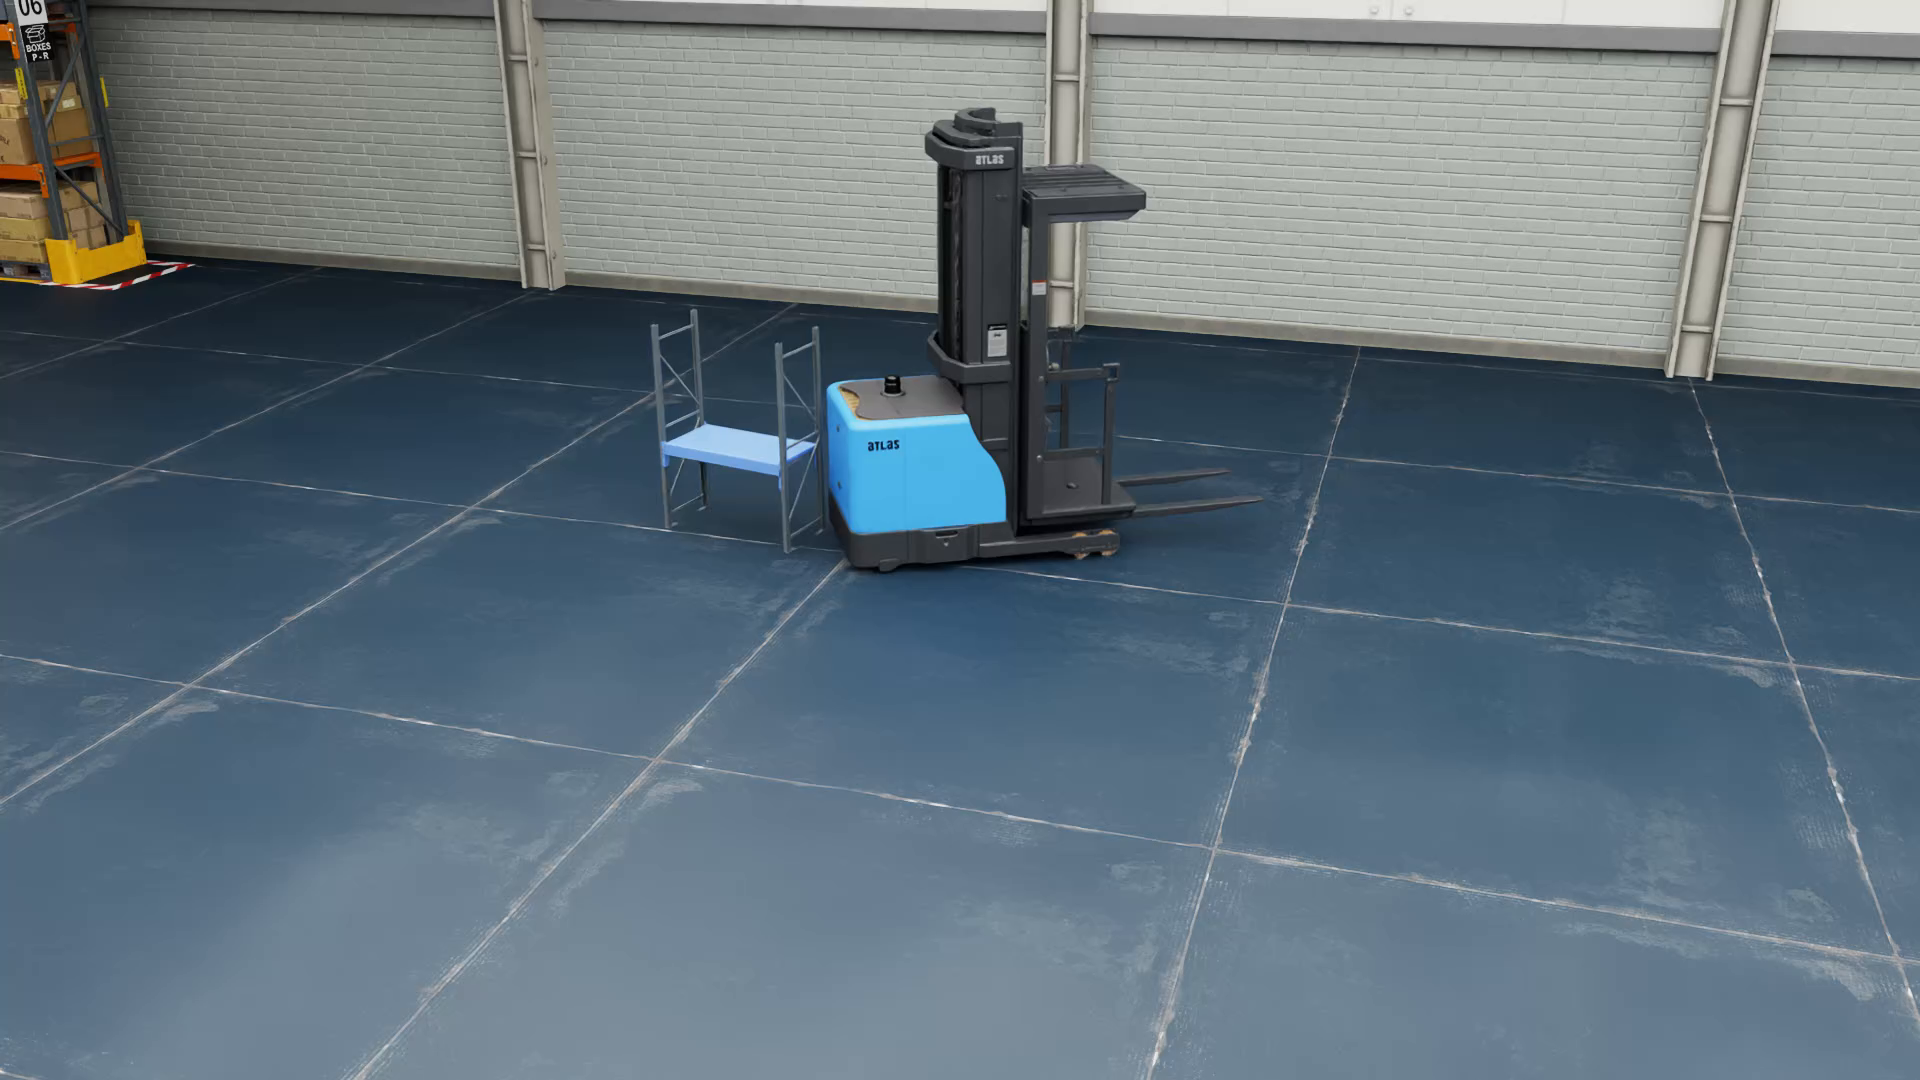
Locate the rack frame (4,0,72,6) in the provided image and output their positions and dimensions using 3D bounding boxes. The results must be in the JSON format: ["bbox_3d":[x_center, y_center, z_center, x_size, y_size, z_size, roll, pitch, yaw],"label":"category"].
[{"bbox_3d":[-10.023,-7.282,17.665,0.127,3.000,1.000,7,23,16],"label":"rack frame"}]

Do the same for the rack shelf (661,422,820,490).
[{"bbox_3d":[-1.543,-0.603,11.739,1.000,0.185,0.538,11,25,25],"label":"rack shelf"}]

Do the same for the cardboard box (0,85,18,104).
[{"bbox_3d":[-10.672,-4.969,18.553,0.250,0.149,0.380,7,23,16],"label":"cardboard box"}]

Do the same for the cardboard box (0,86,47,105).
[{"bbox_3d":[-10.427,-4.953,18.514,0.250,0.149,0.380,7,23,16],"label":"cardboard box"}]

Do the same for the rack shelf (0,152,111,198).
[{"bbox_3d":[-11.938,-4.393,19.475,4.000,0.370,1.077,7,23,16],"label":"rack shelf"}]

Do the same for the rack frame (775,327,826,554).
[{"bbox_3d":[-1.093,-0.680,11.452,0.032,1.500,0.500,11,25,25],"label":"rack frame"}]

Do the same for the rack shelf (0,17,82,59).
[{"bbox_3d":[-11.938,-5.781,18.905,4.000,0.370,1.077,7,23,16],"label":"rack shelf"}]

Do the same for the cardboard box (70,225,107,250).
[{"bbox_3d":[-10.437,-3.554,19.550,0.500,0.250,0.500,7,23,16],"label":"cardboard box"}]

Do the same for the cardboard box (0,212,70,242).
[{"bbox_3d":[-10.579,-3.600,19.004,0.500,0.250,0.500,6,23,15],"label":"cardboard box"}]

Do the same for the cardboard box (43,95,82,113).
[{"bbox_3d":[-10.273,-4.984,18.982,0.250,0.149,0.380,6,23,14],"label":"cardboard box"}]

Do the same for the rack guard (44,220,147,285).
[{"bbox_3d":[-10.000,-3.347,19.272,0.348,0.500,1.175,7,23,16],"label":"rack guard"}]

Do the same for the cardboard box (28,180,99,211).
[{"bbox_3d":[-10.428,-4.013,19.352,0.500,0.250,0.500,6,23,15],"label":"cardboard box"}]

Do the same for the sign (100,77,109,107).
[{"bbox_3d":[-9.857,-5.145,19.114,0.005,0.325,0.100,7,23,16],"label":"sign"}]

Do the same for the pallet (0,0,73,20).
[{"bbox_3d":[-10.692,-5.940,18.463,1.213,0.211,1.003,7,23,16],"label":"pallet"}]

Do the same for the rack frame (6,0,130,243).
[{"bbox_3d":[-10.023,-4.506,18.804,0.127,3.000,1.000,7,23,16],"label":"rack frame"}]

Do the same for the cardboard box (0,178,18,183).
[{"bbox_3d":[-11.383,-4.125,19.626,0.500,0.250,0.500,6,23,15],"label":"cardboard box"}]

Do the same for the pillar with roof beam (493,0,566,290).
[{"bbox_3d":[-5.928,-5.464,13.233,0.400,9.000,9.100,7,23,16],"label":"pillar with roof beam"}]

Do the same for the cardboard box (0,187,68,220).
[{"bbox_3d":[-10.554,-3.828,18.903,0.500,0.250,0.500,7,23,17],"label":"cardboard box"}]

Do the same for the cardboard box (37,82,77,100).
[{"bbox_3d":[-10.283,-5.105,18.884,0.250,0.149,0.380,6,23,14],"label":"cardboard box"}]

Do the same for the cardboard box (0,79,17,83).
[{"bbox_3d":[-11.013,-5.202,19.121,0.250,0.149,0.380,7,23,16],"label":"cardboard box"}]

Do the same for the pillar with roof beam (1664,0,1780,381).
[{"bbox_3d":[5.560,-4.148,10.026,0.400,9.000,9.100,7,23,16],"label":"pillar with roof beam"}]

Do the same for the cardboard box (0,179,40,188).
[{"bbox_3d":[-10.908,-4.066,19.483,0.500,0.250,0.500,7,23,16],"label":"cardboard box"}]

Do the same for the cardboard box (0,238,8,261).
[{"bbox_3d":[-11.037,-3.423,19.233,0.500,0.250,0.500,7,23,15],"label":"cardboard box"}]

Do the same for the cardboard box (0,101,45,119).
[{"bbox_3d":[-10.436,-4.789,18.506,0.250,0.149,0.380,7,23,16],"label":"cardboard box"}]

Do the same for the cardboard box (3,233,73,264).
[{"bbox_3d":[-10.564,-3.365,19.092,0.500,0.250,0.500,7,23,16],"label":"cardboard box"}]

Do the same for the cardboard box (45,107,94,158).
[{"bbox_3d":[-10.417,-4.708,19.163,0.500,0.500,0.500,7,23,17],"label":"cardboard box"}]

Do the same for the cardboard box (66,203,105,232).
[{"bbox_3d":[-10.413,-3.787,19.461,0.500,0.250,0.500,7,23,16],"label":"cardboard box"}]

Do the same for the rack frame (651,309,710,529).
[{"bbox_3d":[-1.993,-0.859,11.889,0.032,1.500,0.500,11,25,25],"label":"rack frame"}]

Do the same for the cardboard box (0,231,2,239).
[{"bbox_3d":[-11.056,-3.659,19.148,0.500,0.250,0.500,6,23,15],"label":"cardboard box"}]

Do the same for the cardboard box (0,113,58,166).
[{"bbox_3d":[-10.570,-4.511,18.684,0.500,0.500,0.500,6,23,14],"label":"cardboard box"}]

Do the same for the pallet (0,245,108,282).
[{"bbox_3d":[-10.767,-3.285,19.500,1.213,0.211,1.003,7,23,16],"label":"pallet"}]

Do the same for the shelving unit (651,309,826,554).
[{"bbox_3d":[-1.543,-0.770,11.671,1.048,1.500,0.538,11,25,25],"label":"shelving unit"}]

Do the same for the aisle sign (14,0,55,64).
[{"bbox_3d":[-10.045,-5.595,18.033,0.004,0.787,0.394,7,23,16],"label":"aisle sign"}]

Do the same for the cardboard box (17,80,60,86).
[{"bbox_3d":[-10.519,-5.157,19.011,0.250,0.149,0.380,7,23,17],"label":"cardboard box"}]

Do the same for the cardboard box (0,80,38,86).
[{"bbox_3d":[-10.780,-5.170,19.042,0.250,0.149,0.380,7,23,17],"label":"cardboard box"}]

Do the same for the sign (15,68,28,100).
[{"bbox_3d":[-10.193,-4.956,18.062,0.005,0.325,0.100,7,23,16],"label":"sign"}]

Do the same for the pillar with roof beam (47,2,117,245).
[{"bbox_3d":[-11.673,-6.122,14.836,0.400,9.000,9.100,7,23,16],"label":"pillar with roof beam"}]

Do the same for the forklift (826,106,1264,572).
[{"bbox_3d":[0.628,-1.426,11.385,3.031,2.935,1.130,-5,23,-13],"label":"forklift"}]

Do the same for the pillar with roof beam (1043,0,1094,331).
[{"bbox_3d":[-0.184,-4.806,11.629,0.400,9.000,9.100,7,23,16],"label":"pillar with roof beam"}]

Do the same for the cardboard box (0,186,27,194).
[{"bbox_3d":[-11.044,-3.882,19.034,0.500,0.250,0.500,7,23,16],"label":"cardboard box"}]
